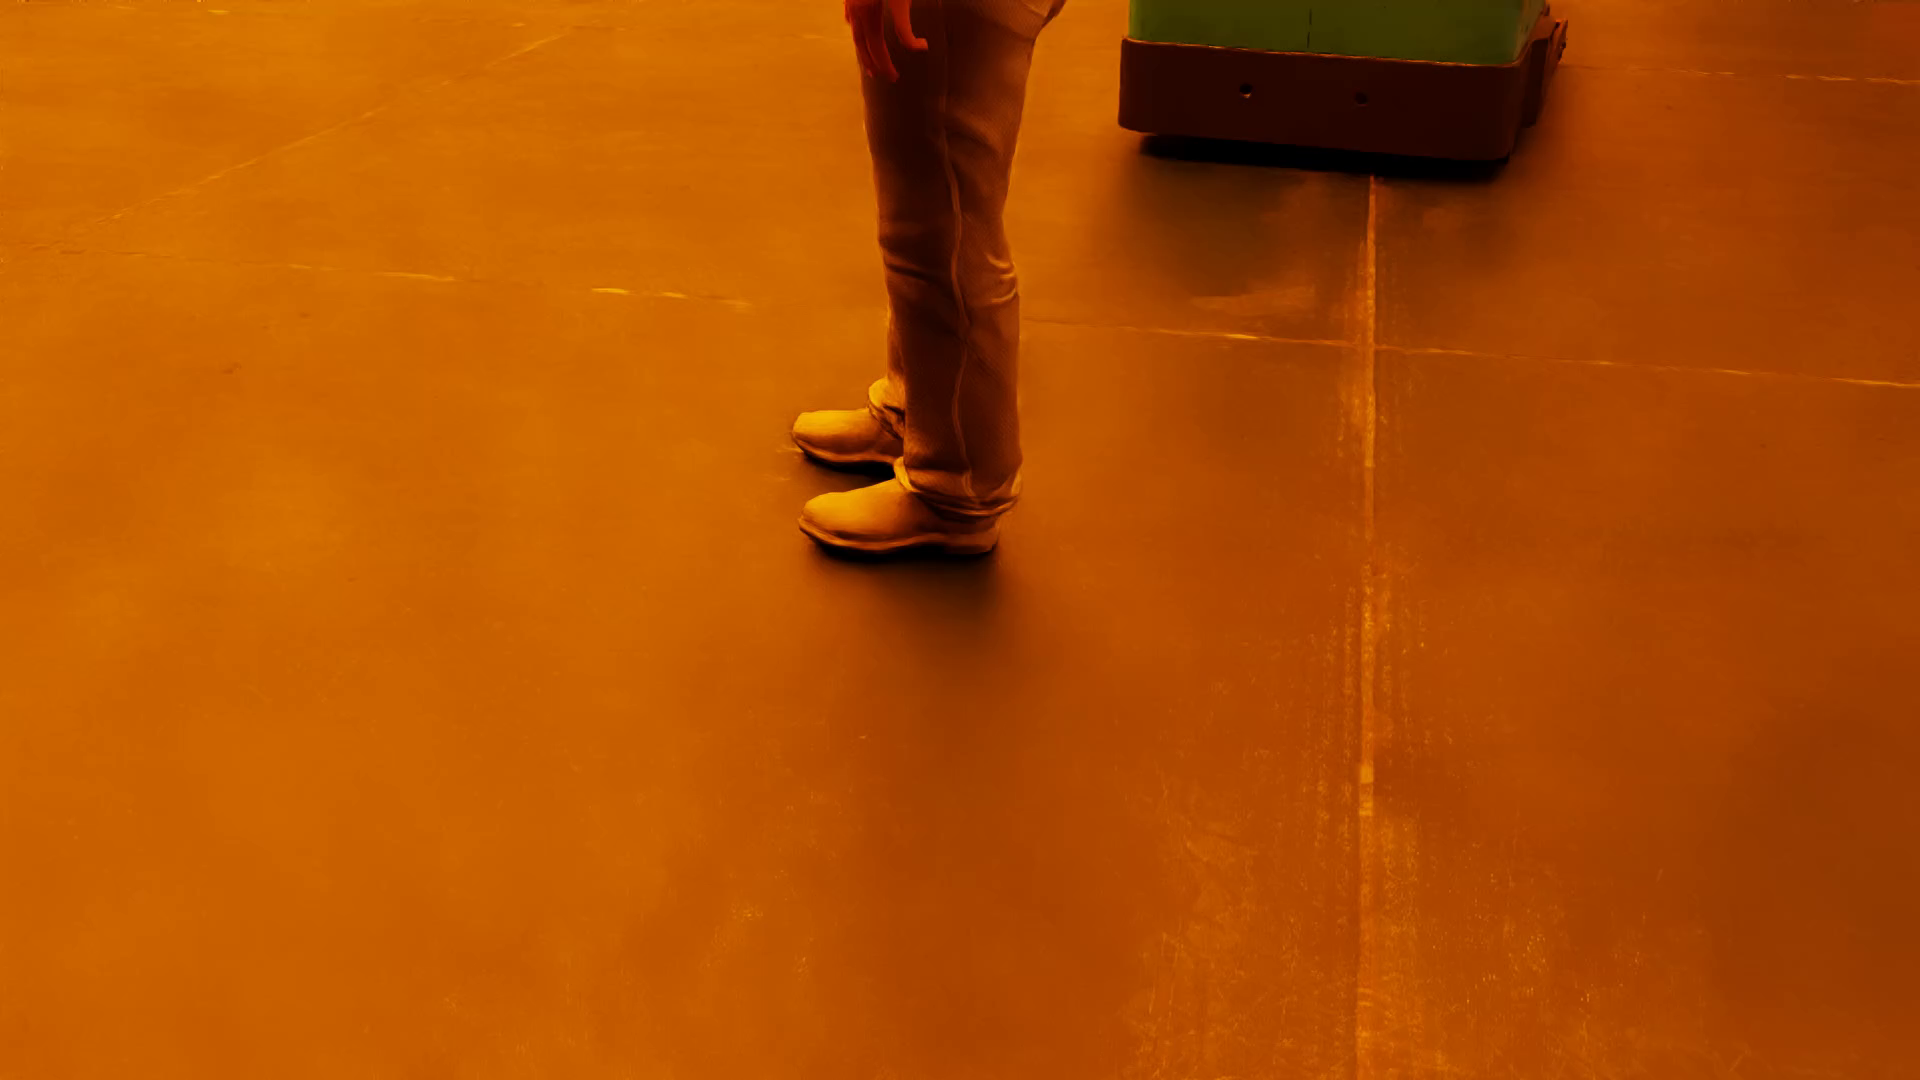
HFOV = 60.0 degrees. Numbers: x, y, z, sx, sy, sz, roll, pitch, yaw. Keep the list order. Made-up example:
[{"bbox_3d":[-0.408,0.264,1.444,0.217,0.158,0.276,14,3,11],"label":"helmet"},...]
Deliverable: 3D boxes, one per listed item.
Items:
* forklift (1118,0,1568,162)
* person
[{"bbox_3d":[1.457,-2.923,5.040,1.130,2.935,3.031,10,28,19],"label":"forklift"},{"bbox_3d":[-0.059,-0.806,2.117,0.567,1.768,0.632,6,27,11],"label":"person"}]
